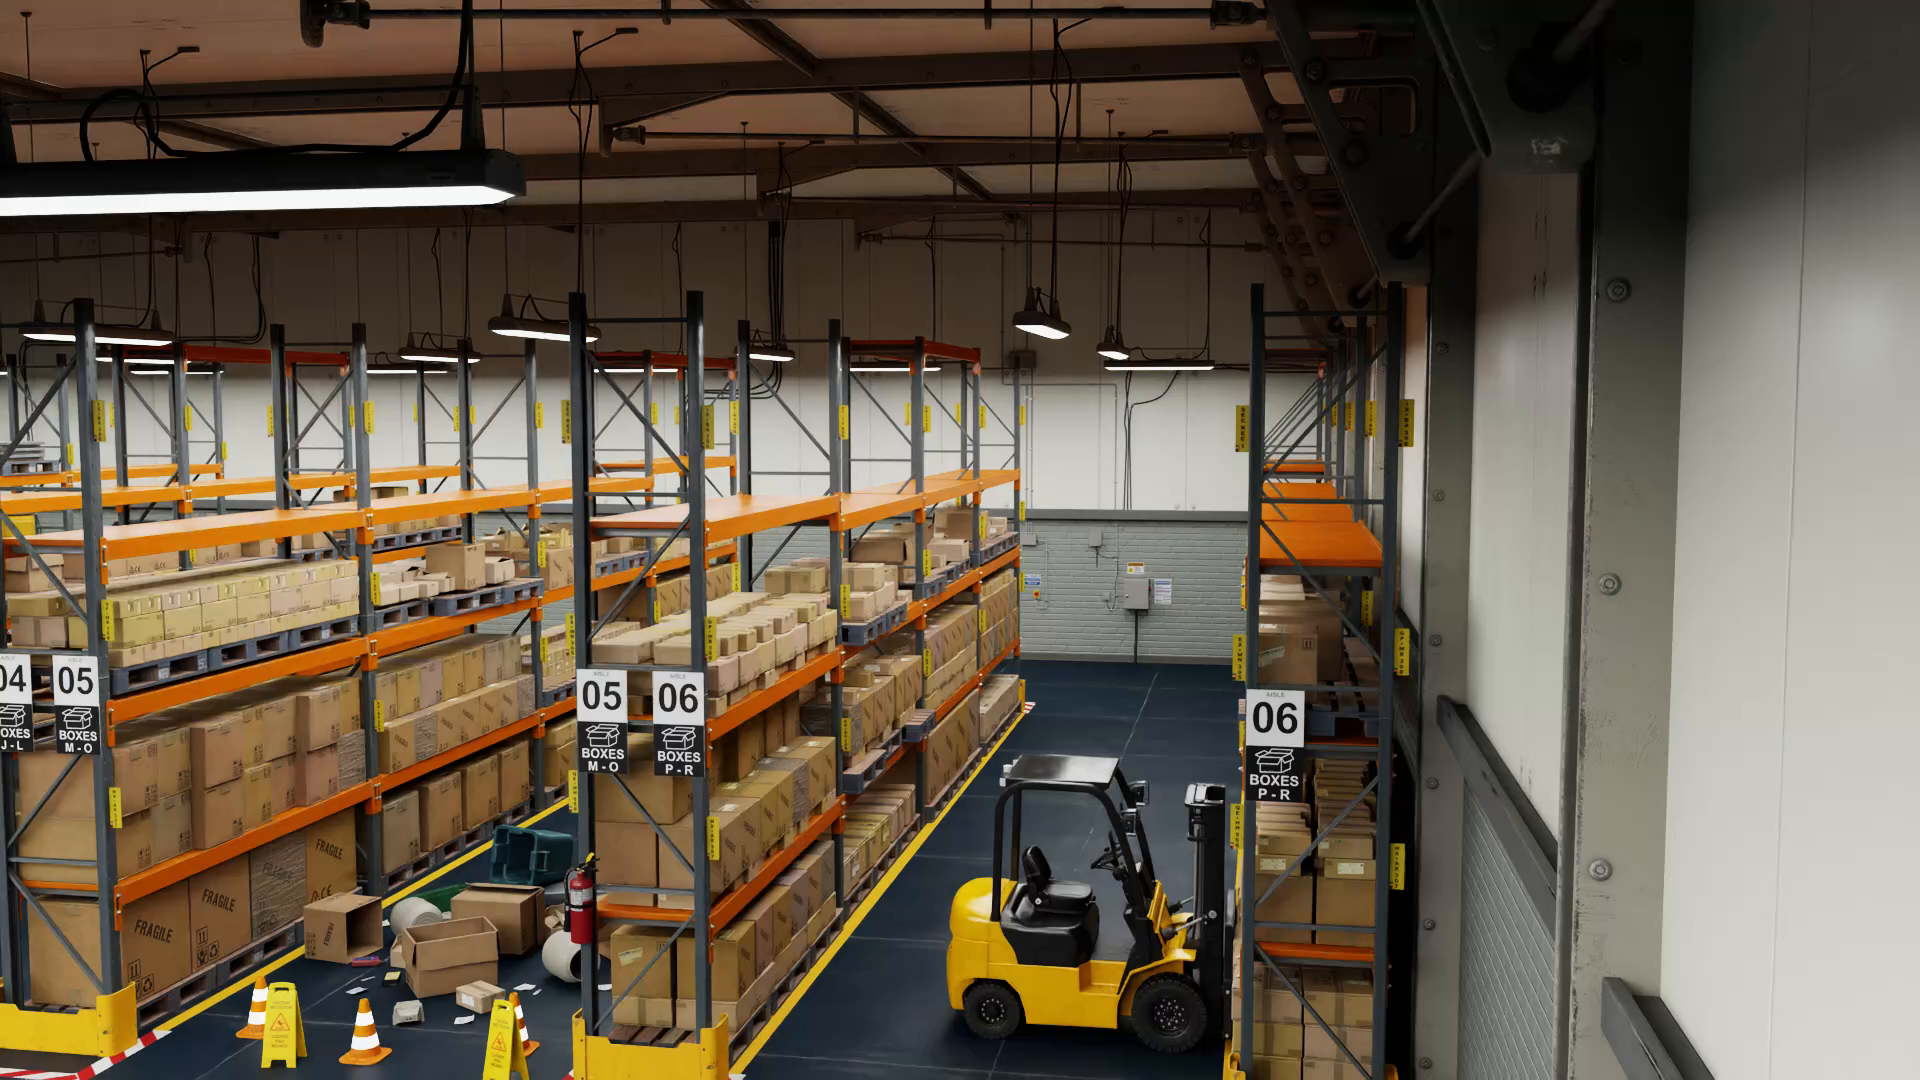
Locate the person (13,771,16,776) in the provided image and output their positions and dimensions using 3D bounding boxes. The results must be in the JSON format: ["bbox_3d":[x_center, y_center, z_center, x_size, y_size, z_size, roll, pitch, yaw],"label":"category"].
[{"bbox_3d":[-12.757,2.540,21.919,0.672,1.746,0.619,1,5,11],"label":"person"}]
